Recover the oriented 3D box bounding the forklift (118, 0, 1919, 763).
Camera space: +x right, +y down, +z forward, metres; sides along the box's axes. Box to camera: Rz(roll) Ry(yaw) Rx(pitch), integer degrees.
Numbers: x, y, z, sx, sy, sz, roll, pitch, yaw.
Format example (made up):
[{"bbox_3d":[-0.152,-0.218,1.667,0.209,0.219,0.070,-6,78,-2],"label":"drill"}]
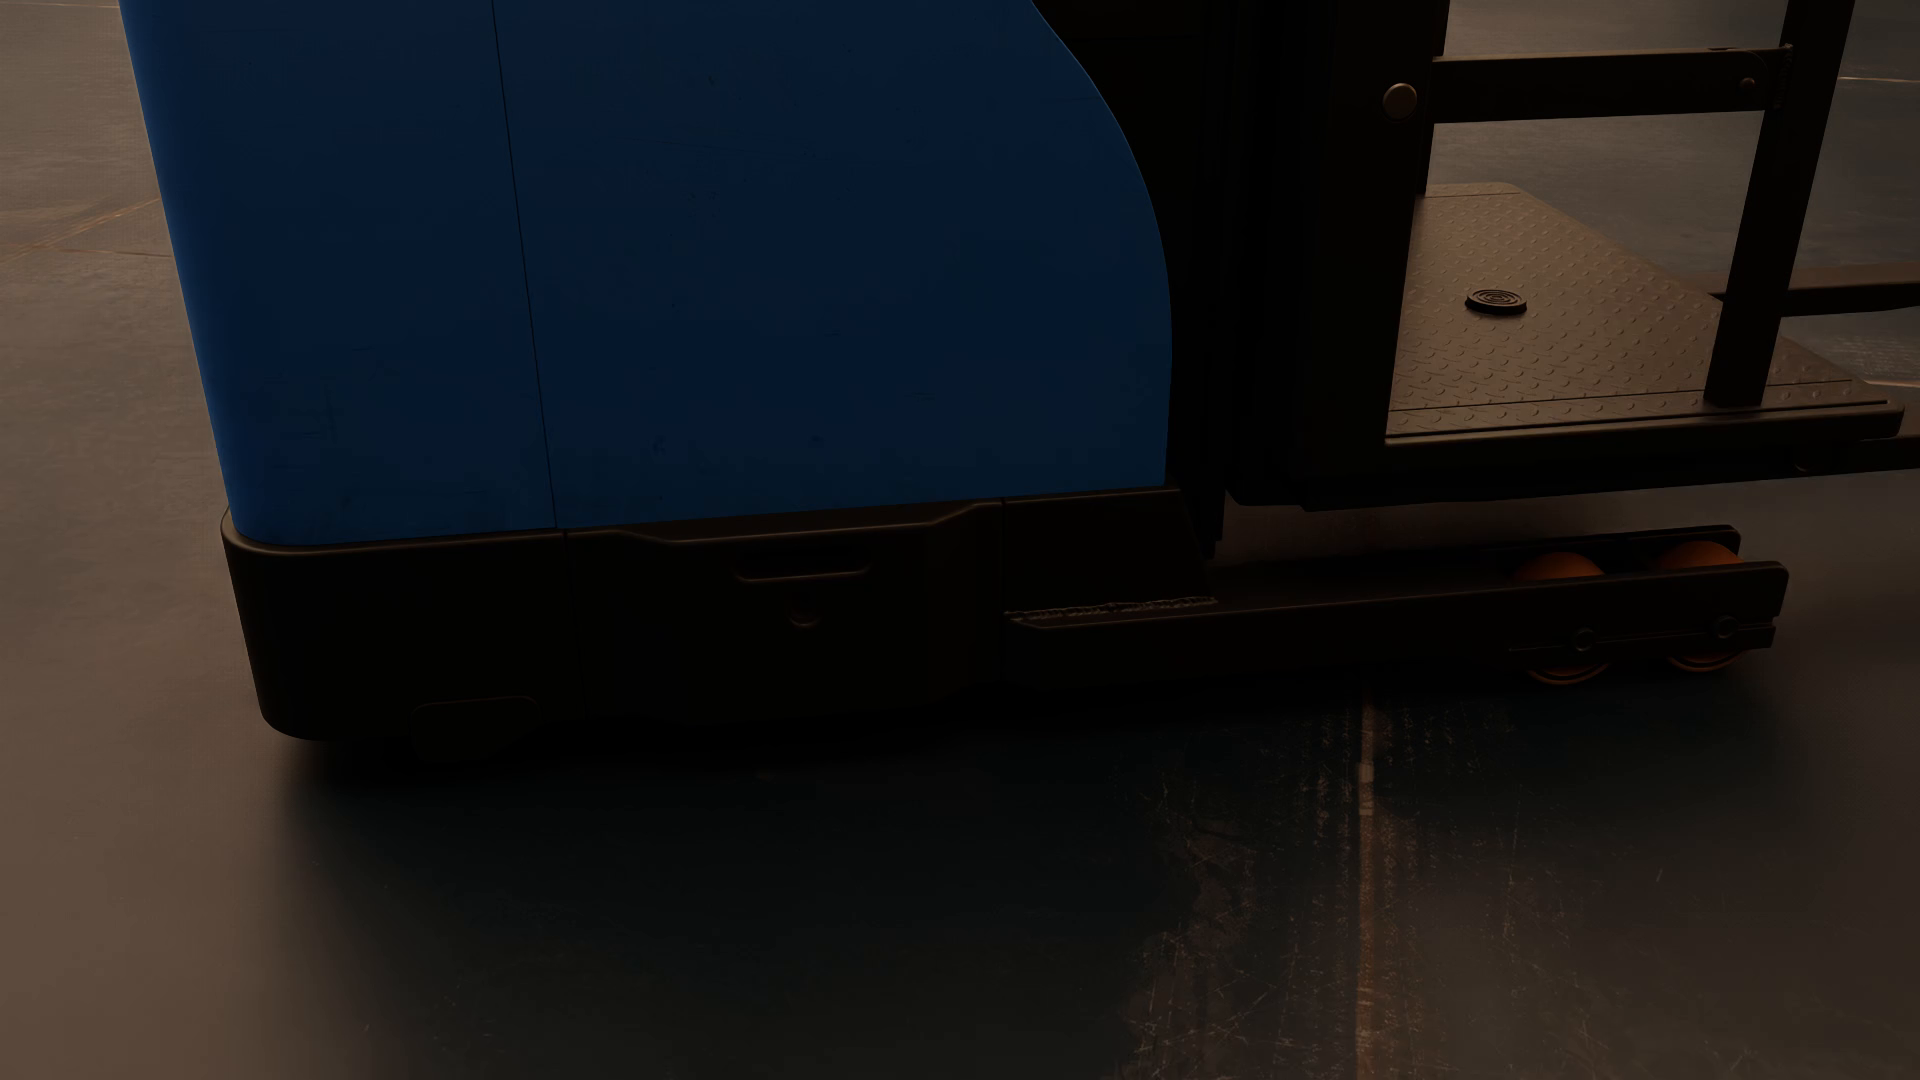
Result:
[{"bbox_3d":[0.600,-1.354,1.930,3.031,2.935,1.130,-4,27,-9],"label":"forklift"}]
